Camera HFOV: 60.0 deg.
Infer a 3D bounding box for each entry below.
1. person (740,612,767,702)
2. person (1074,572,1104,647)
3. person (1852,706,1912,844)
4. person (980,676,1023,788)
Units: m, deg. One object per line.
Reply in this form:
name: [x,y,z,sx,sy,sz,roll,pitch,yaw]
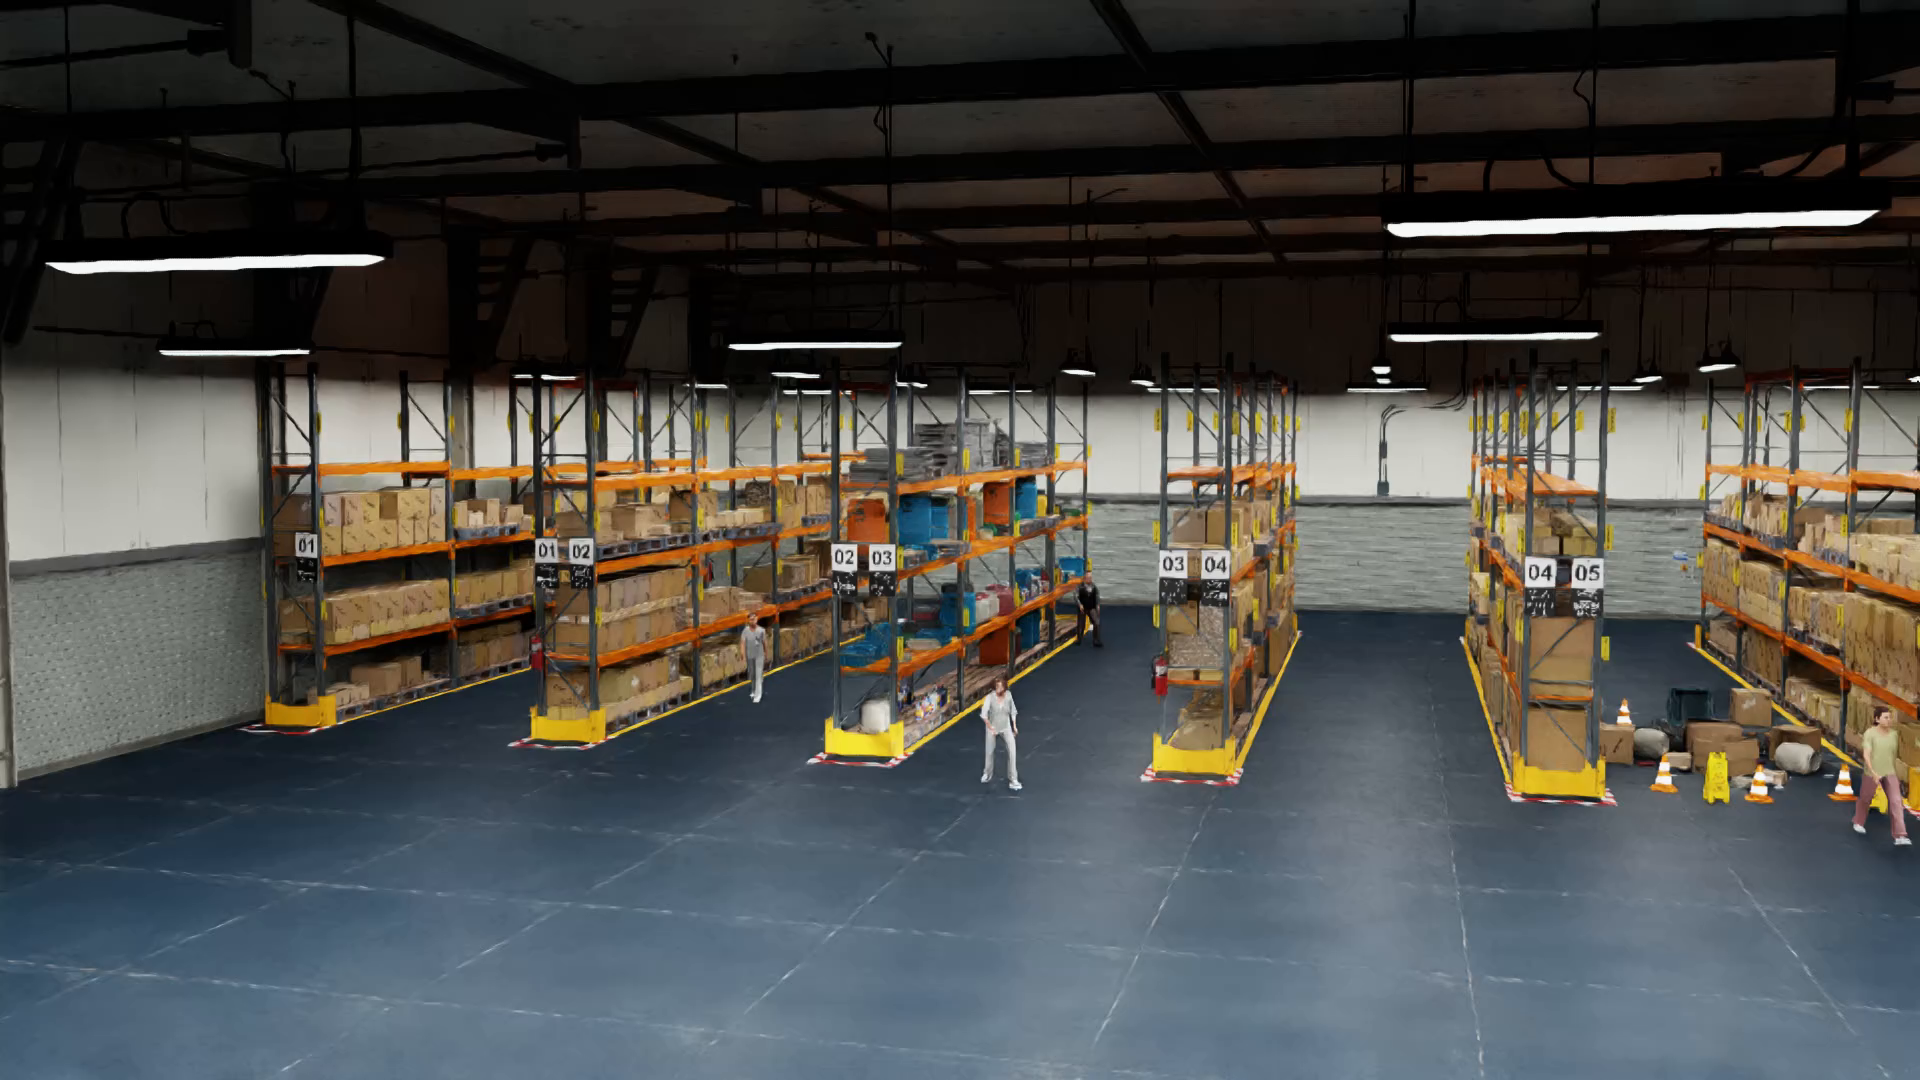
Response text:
person: [-3.715,2.082,29.905,0.444,1.604,1.016,1,4,7]
person: [2.846,1.539,37.245,0.651,1.674,0.741,-1,4,-9]
person: [11.011,2.788,19.900,0.446,1.599,1.016,0,4,7]
person: [0.549,2.615,22.902,0.562,1.528,0.777,0,4,-5]
